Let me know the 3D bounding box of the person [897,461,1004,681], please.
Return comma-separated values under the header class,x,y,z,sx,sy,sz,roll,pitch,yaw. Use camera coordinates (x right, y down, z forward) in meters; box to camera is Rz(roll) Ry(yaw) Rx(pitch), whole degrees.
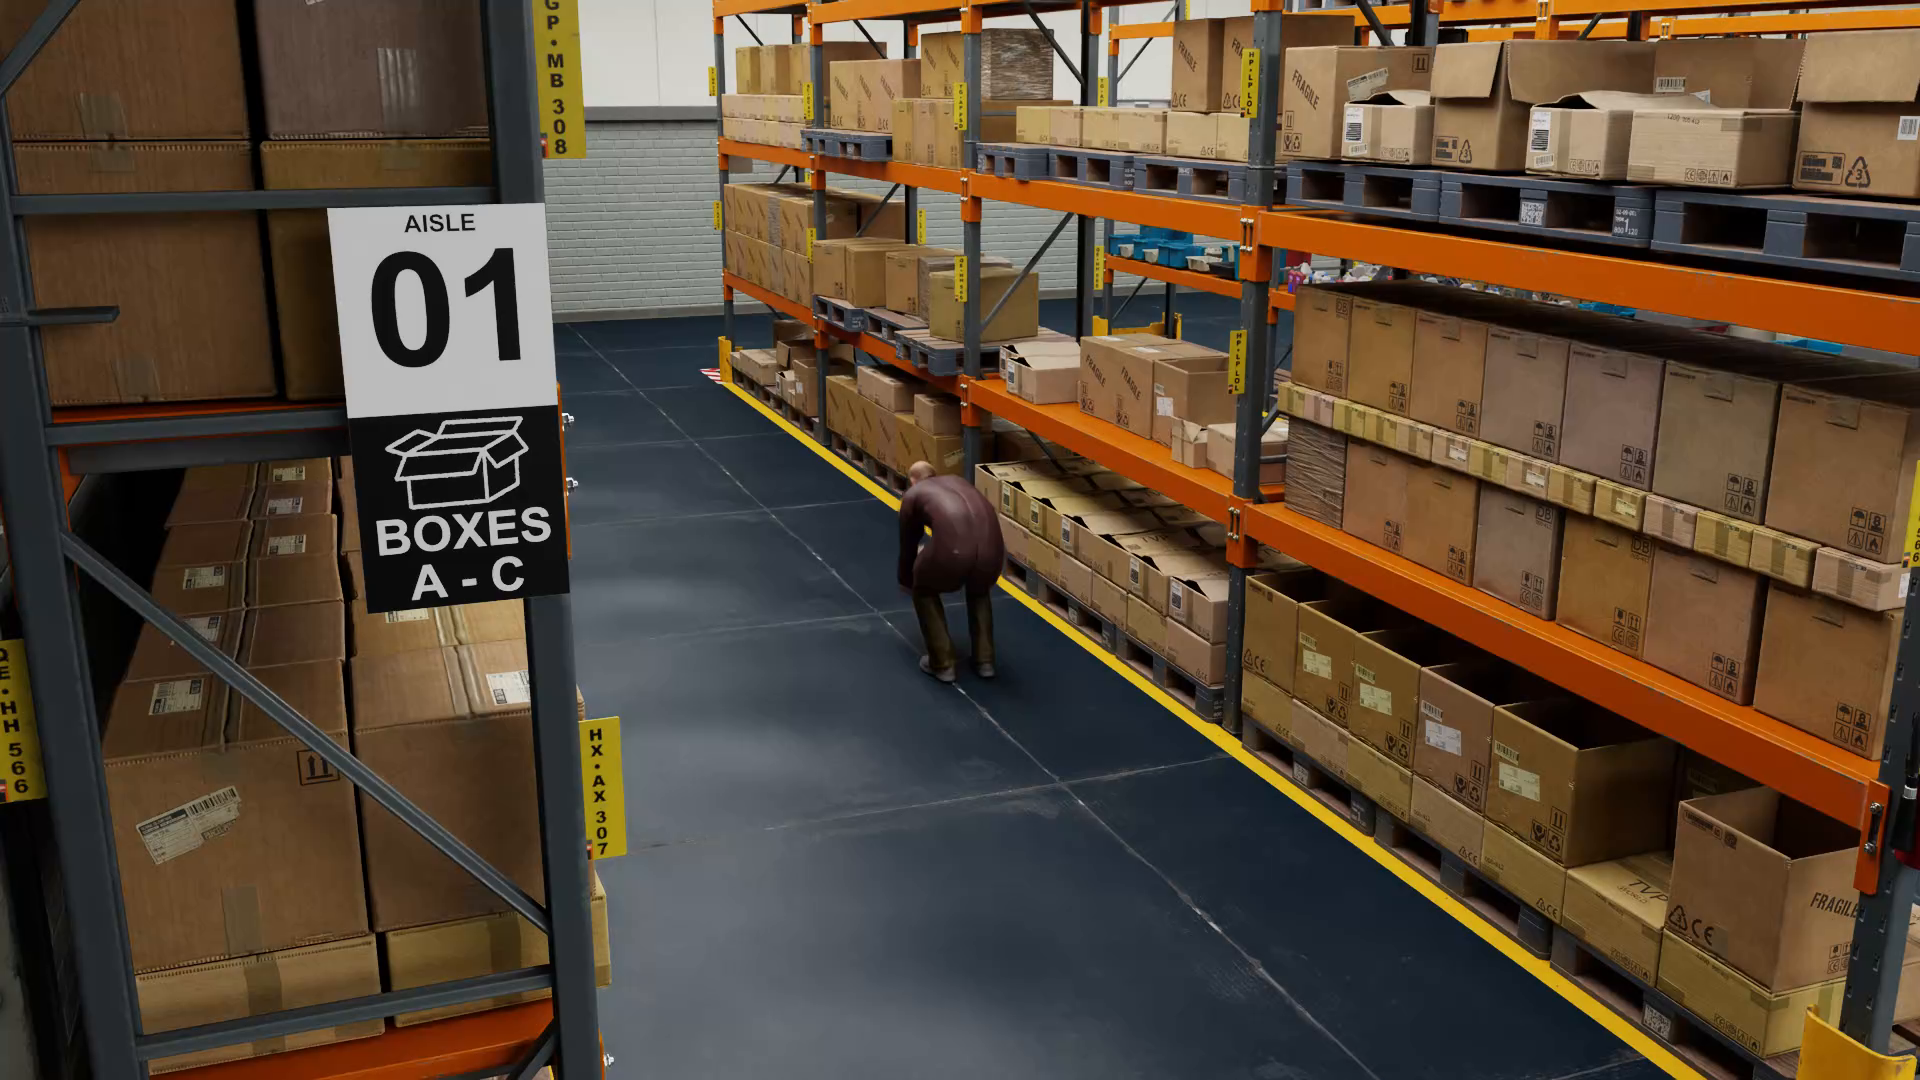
class,x,y,z,sx,sy,sz,roll,pitch,yaw
person,-0.082,0.185,10.033,0.579,1.166,0.946,-6,17,-22
